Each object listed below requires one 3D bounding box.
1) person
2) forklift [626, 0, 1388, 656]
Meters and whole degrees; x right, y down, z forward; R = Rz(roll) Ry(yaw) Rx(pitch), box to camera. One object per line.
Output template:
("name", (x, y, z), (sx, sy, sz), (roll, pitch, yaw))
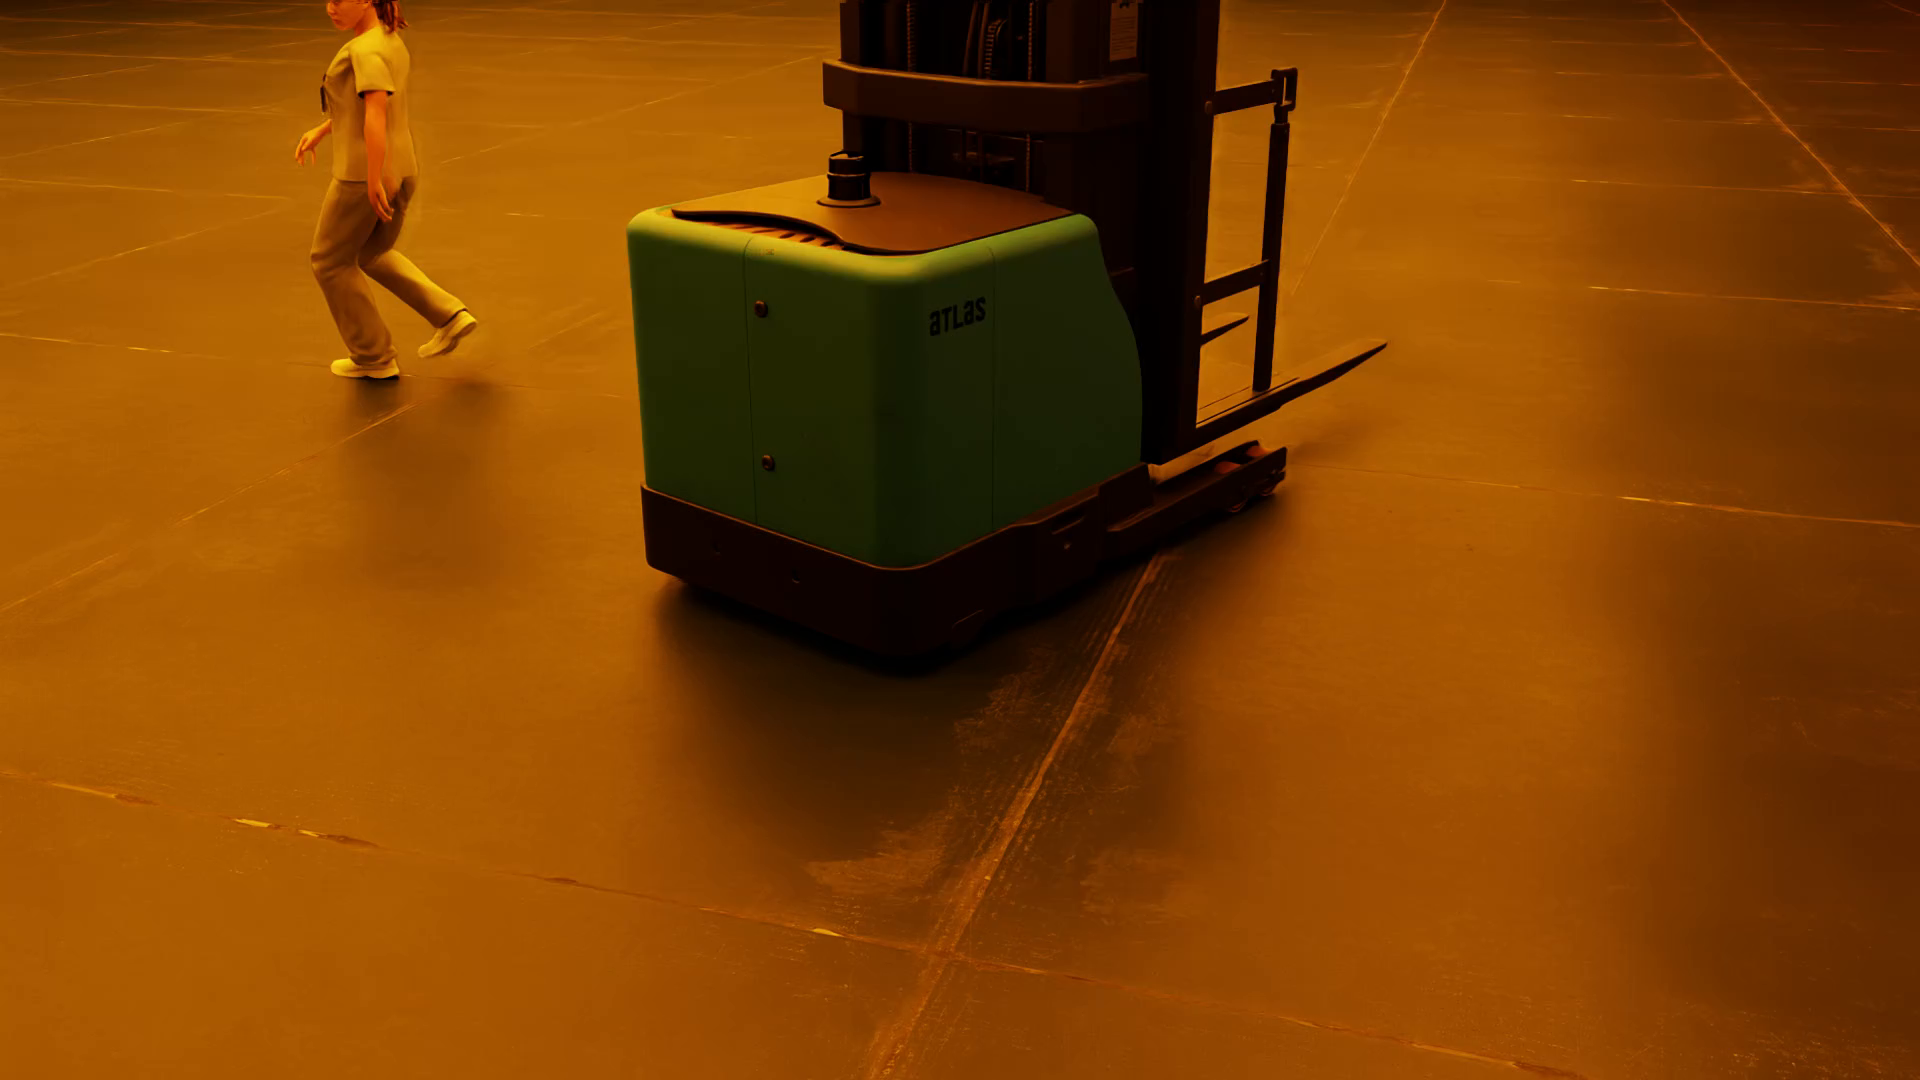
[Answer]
("person", (-2.274, -1.378, 6.379), (0.606, 1.599, 0.586), (4, 23, 11))
("forklift", (0.421, -1.549, 5.031), (1.130, 2.935, 3.031), (18, 28, 36))
